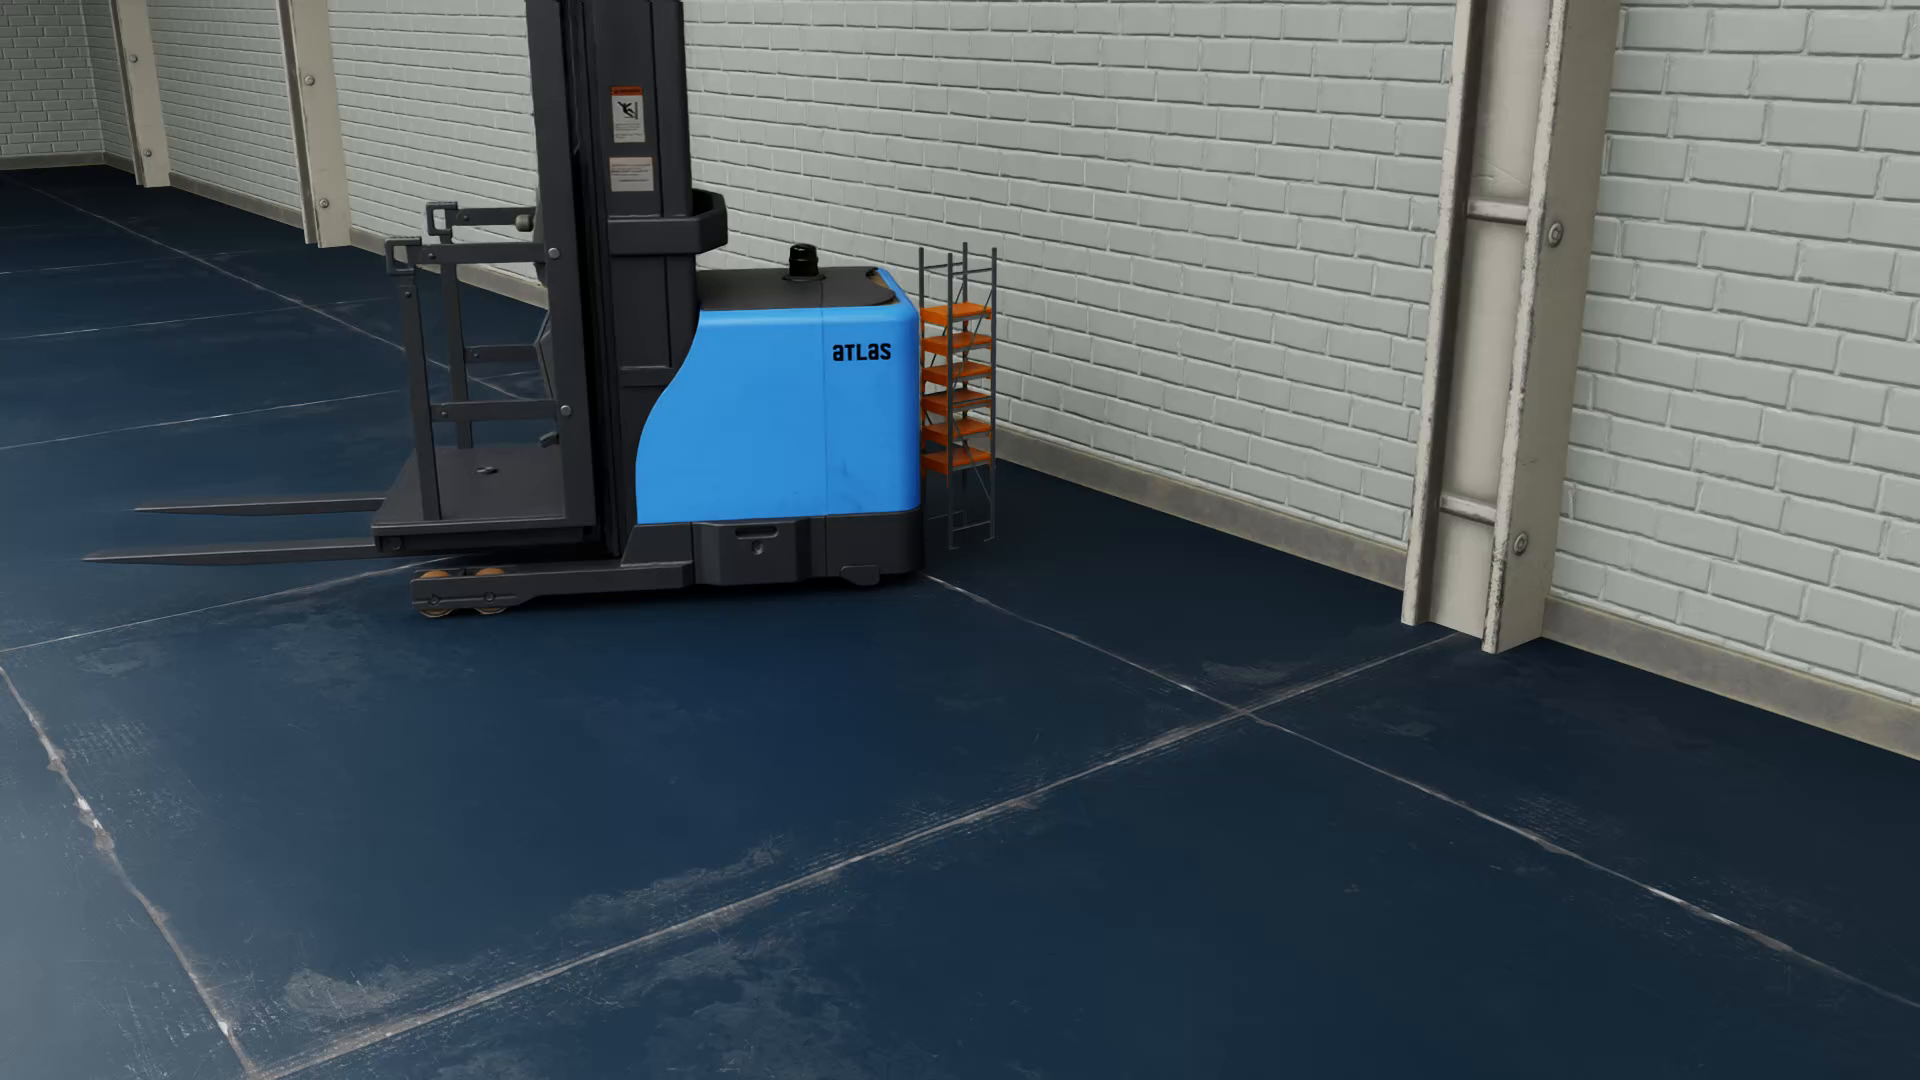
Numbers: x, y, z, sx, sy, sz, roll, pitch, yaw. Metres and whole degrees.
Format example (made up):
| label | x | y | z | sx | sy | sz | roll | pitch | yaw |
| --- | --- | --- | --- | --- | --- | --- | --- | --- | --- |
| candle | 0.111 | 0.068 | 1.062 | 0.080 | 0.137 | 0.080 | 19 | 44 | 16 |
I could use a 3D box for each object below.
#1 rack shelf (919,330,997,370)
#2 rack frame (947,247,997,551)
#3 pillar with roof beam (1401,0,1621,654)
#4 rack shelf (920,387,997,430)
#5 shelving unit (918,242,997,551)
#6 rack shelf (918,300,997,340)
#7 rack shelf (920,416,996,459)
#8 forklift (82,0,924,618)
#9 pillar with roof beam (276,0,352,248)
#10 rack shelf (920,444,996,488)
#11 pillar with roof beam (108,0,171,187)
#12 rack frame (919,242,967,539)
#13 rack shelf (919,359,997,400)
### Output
| label | x | y | z | sx | sy | sz | roll | pitch | yaw |
| --- | --- | --- | --- | --- | --- | --- | --- | --- | --- |
| rack shelf | -0.009 | -0.759 | 6.623 | 0.258 | 0.103 | 0.180 | -14 | 23 | -36 |
| rack frame | 0.048 | -0.551 | 6.617 | 0.240 | 1.200 | 0.006 | -14 | 23 | -36 |
| pillar with roof beam | -1.550 | -3.120 | 1.969 | 9.100 | 9.000 | 0.400 | -14 | 23 | -36 |
| rack shelf | -0.009 | -0.531 | 6.699 | 0.258 | 0.103 | 0.180 | -14 | 23 | -36 |
| shelving unit | -0.009 | -0.573 | 6.685 | 0.258 | 1.200 | 0.189 | -14 | 23 | -36 |
| rack shelf | -0.009 | -0.873 | 6.585 | 0.258 | 0.103 | 0.180 | -14 | 23 | -36 |
| rack shelf | -0.009 | -0.417 | 6.736 | 0.258 | 0.103 | 0.180 | -14 | 23 | -36 |
| forklift | -1.700 | -1.289 | 6.094 | 3.031 | 2.935 | 1.130 | -3 | 19 | -9 |
| pillar with roof beam | -9.001 | -6.077 | 10.899 | 9.100 | 9.000 | 0.400 | -14 | 23 | -36 |
| rack shelf | -0.009 | -0.303 | 6.774 | 0.258 | 0.103 | 0.180 | -14 | 23 | -36 |
| pillar with roof beam | -12.726 | -7.555 | 15.364 | 9.100 | 9.000 | 0.400 | -14 | 23 | -36 |
| rack frame | -0.066 | -0.596 | 6.753 | 0.240 | 1.200 | 0.006 | -14 | 23 | -36 |
| rack shelf | -0.009 | -0.645 | 6.661 | 0.258 | 0.103 | 0.180 | -14 | 23 | -36 |
